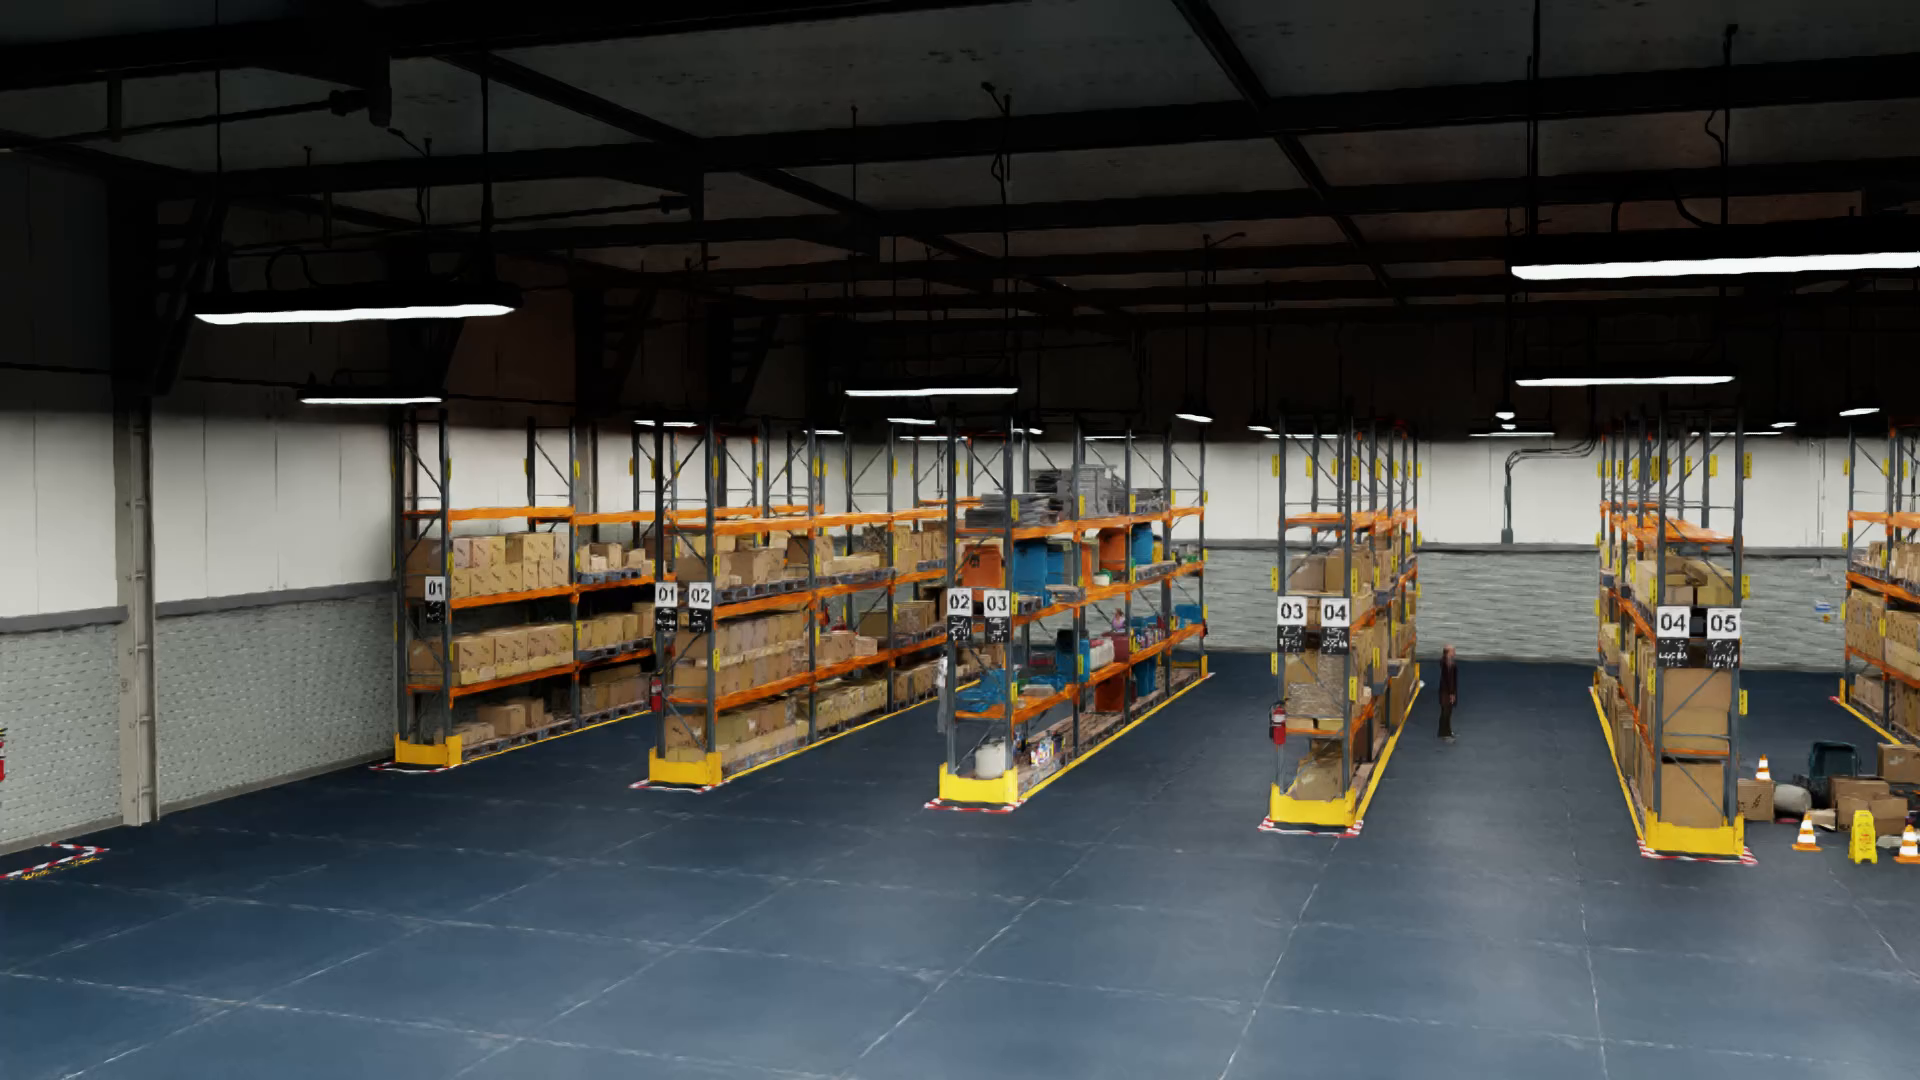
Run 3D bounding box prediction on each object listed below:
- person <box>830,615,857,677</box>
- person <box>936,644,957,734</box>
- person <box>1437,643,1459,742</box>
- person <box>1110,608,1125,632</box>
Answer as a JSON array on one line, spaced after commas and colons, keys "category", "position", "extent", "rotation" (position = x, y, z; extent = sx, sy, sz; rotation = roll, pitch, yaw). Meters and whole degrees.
[{"category": "person", "position": [-2.694, 2.546, 37.977], "extent": [0.686, 1.666, 0.867], "rotation": [1, 3, 24]}, {"category": "person", "position": [-0.243, 2.798, 31.526], "extent": [0.440, 1.683, 0.551], "rotation": [0, 2, -9]}, {"category": "person", "position": [8.971, 2.783, 30.483], "extent": [0.442, 1.781, 0.686], "rotation": [0, 2, 7]}, {"category": "person", "position": [3.959, 2.450, 41.510], "extent": [0.417, 1.517, 1.037], "rotation": [1, 3, 21]}]
